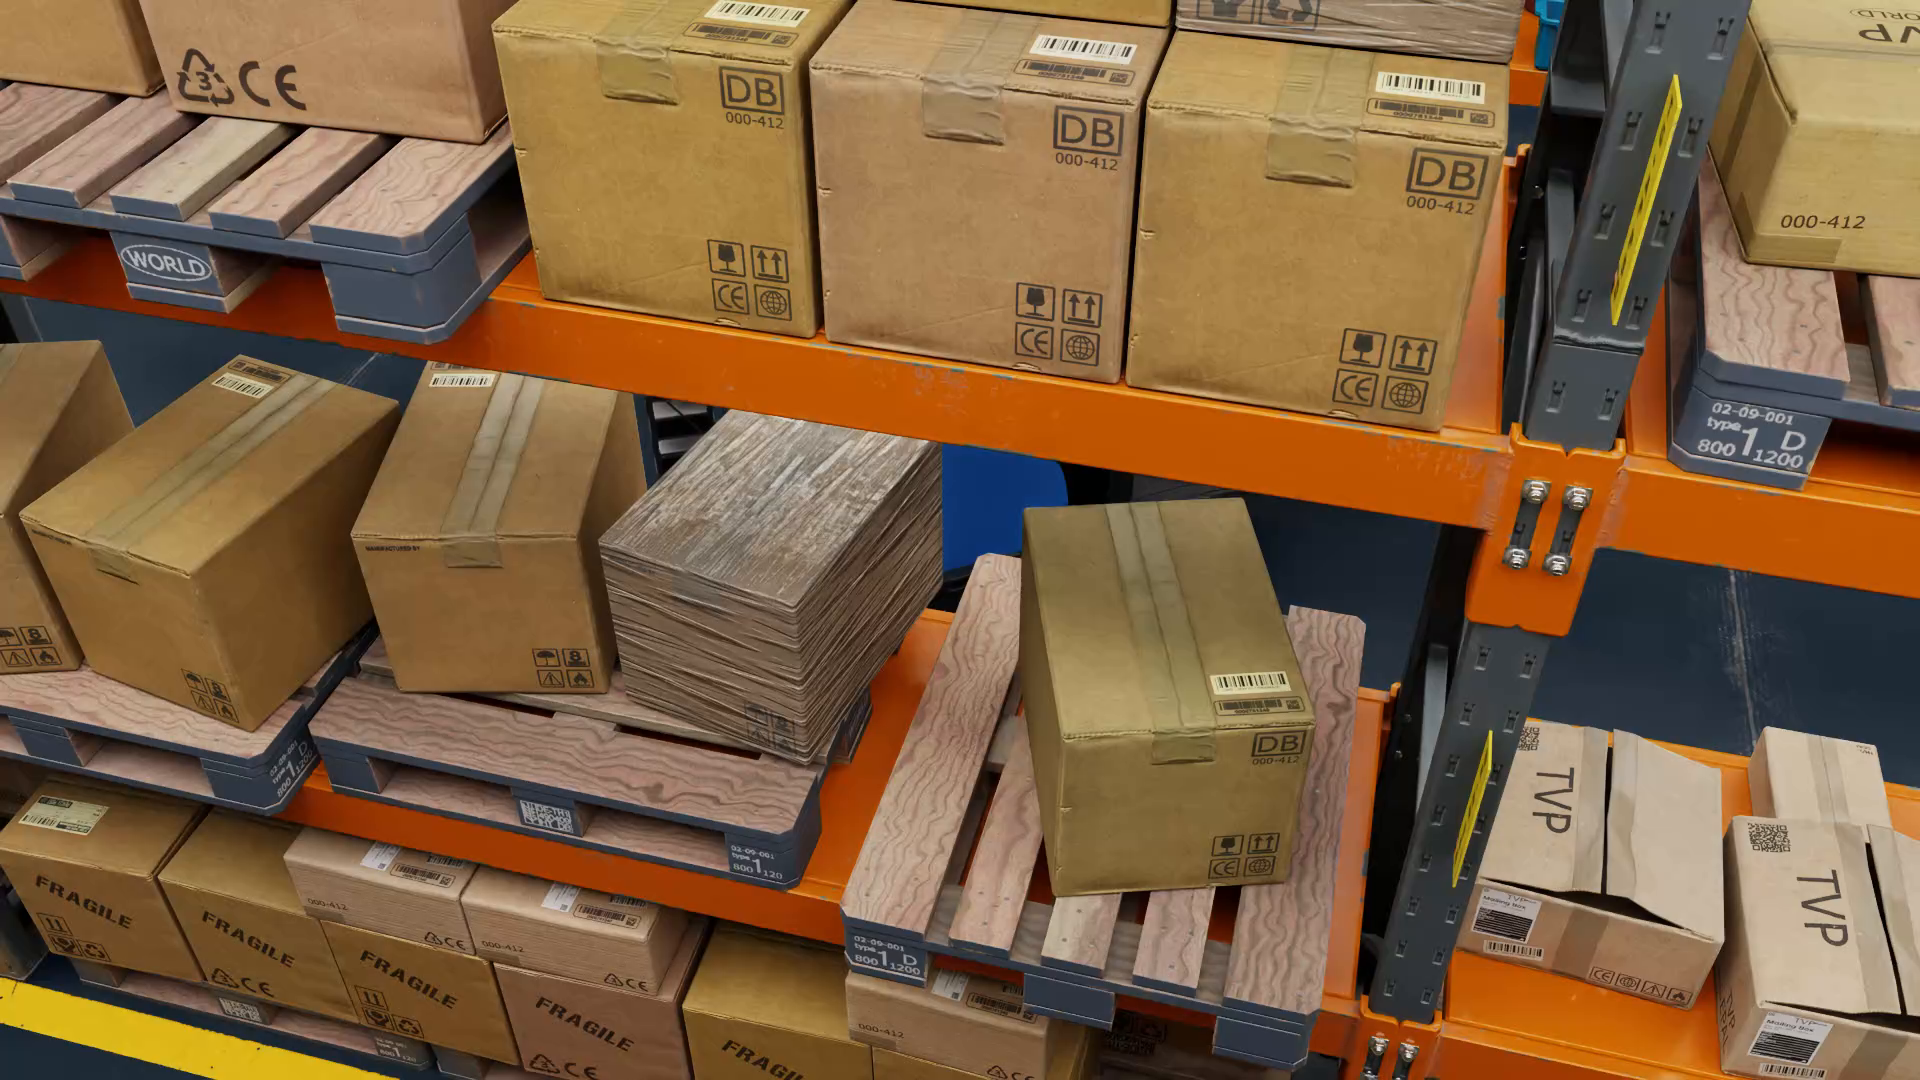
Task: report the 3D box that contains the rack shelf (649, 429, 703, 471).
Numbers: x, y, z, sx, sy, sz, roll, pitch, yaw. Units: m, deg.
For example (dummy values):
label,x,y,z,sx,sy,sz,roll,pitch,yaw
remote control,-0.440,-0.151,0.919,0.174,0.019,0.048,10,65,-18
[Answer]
label,x,y,z,sx,sy,sz,roll,pitch,yaw
rack shelf,-1.084,-0.379,6.551,0.258,0.077,0.200,-9,41,-10

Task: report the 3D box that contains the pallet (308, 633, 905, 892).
label,x,y,z,sx,sy,sz,roll,pitch,yaw
pallet,-0.826,0.314,4.193,1.213,0.211,1.003,10,41,11

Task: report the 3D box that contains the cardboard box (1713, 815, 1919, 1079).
label,x,y,z,sx,sy,sz,roll,pitch,yaw
cardboard box,1.868,0.864,3.458,0.500,0.311,0.500,9,41,11

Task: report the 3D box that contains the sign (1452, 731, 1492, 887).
label,x,y,z,sx,sy,sz,roll,pitch,yaw
sign,0.923,0.487,2.999,0.005,0.325,0.100,10,41,11

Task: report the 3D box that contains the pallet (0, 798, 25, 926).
label,x,y,z,sx,sy,sz,roll,pitch,yaw
pallet,-3.473,0.849,5.575,1.213,0.211,1.003,10,41,11

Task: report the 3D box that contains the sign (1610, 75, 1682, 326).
label,x,y,z,sx,sy,sz,roll,pitch,yaw
sign,0.912,-0.449,2.217,0.005,0.325,0.100,10,41,11

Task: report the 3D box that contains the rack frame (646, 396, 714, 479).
label,x,y,z,sx,sy,sz,roll,pitch,yaw
rack frame,-1.062,-0.340,6.454,0.240,0.900,0.006,-9,41,-10

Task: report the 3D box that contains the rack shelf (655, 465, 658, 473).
label,x,y,z,sx,sy,sz,roll,pitch,yaw
rack shelf,-1.083,-0.241,6.667,0.258,0.077,0.200,-9,41,-10

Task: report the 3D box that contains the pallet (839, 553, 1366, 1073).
label,x,y,z,sx,sy,sz,roll,pitch,yaw
pallet,0.381,0.566,3.893,1.003,0.211,1.213,10,41,11

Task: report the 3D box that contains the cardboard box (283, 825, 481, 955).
label,x,y,z,sx,sy,sz,roll,pitch,yaw
cardboard box,-1.440,0.796,4.488,0.500,0.250,0.500,10,41,12

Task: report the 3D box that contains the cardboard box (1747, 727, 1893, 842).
label,x,y,z,sx,sy,sz,roll,pitch,yaw
cardboard box,1.994,0.635,3.856,0.250,0.149,0.380,10,41,11

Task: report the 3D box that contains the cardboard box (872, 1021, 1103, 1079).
label,x,y,z,sx,sy,sz,roll,pitch,yaw
cardboard box,0.090,1.340,4.423,0.500,0.500,0.500,11,41,13

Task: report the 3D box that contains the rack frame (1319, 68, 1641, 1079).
label,x,y,z,sx,sy,sz,roll,pitch,yaw
rack frame,1.054,0.561,3.749,0.127,3.000,1.000,10,41,11

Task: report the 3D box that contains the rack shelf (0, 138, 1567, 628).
label,x,y,z,sx,sy,sz,roll,pitch,yaw
rack shelf,-0.878,-0.644,3.412,4.000,0.370,1.077,10,41,11

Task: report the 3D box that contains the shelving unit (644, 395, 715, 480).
label,x,y,z,sx,sy,sz,roll,pitch,yaw
shelving unit,-1.085,-0.404,6.530,0.258,0.900,0.210,-9,41,-10

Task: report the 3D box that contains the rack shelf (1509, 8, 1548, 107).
label,x,y,z,sx,sy,sz,roll,pitch,yaw
rack shelf,4.270,-1.907,7.248,4.000,0.370,1.077,10,41,11

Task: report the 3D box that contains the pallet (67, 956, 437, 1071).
label,x,y,z,sx,sy,sz,roll,pitch,yaw
pallet,-2.014,1.076,5.305,1.213,0.211,1.003,10,41,11

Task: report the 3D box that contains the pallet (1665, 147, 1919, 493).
label,x,y,z,sx,sy,sz,roll,pitch,yaw
pallet,1.733,-0.458,2.777,1.003,0.211,1.213,12,41,13

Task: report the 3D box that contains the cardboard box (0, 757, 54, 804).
label,x,y,z,sx,sy,sz,roll,pitch,yaw
cardboard box,-3.159,0.553,5.507,0.500,0.311,0.500,10,41,11

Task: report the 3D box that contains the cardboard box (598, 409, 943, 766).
label,x,y,z,sx,sy,sz,roll,pitch,yaw
cardboard box,-0.417,0.057,3.946,0.500,0.500,0.700,17,43,20

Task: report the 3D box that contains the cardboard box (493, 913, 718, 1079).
label,x,y,z,sx,sy,sz,roll,pitch,yaw
cardboard box,-0.918,1.171,4.625,0.500,0.500,0.500,8,41,10

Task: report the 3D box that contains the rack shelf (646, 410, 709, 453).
label,x,y,z,sx,sy,sz,roll,pitch,yaw
rack shelf,-1.085,-0.447,6.493,0.258,0.077,0.200,-9,41,-10

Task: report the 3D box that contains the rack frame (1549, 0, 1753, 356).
label,x,y,z,sx,sy,sz,roll,pitch,yaw
rack frame,1.054,-1.736,1.820,0.127,3.000,1.000,10,41,11

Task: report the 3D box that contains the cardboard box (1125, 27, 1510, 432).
label,x,y,z,sx,sy,sz,roll,pitch,yaw
cardboard box,0.624,-0.677,2.814,0.500,0.500,0.910,10,41,11

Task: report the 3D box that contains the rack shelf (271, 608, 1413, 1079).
label,x,y,z,sx,sy,sz,roll,pitch,yaw
rack shelf,-0.878,0.504,4.377,4.000,0.370,1.077,10,41,11

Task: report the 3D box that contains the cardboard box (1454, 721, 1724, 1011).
label,x,y,z,sx,sy,sz,roll,pitch,yaw
cardboard box,1.394,0.683,3.674,0.500,0.311,0.500,12,42,14

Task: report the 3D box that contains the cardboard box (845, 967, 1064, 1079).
label,x,y,z,sx,sy,sz,roll,pitch,yaw
cardboard box,0.035,1.046,4.190,0.500,0.250,0.500,11,41,13

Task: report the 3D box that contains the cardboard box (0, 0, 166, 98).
label,x,y,z,sx,sy,sz,roll,pitch,yaw
cardboard box,-1.691,-1.263,3.107,0.600,0.600,0.600,9,41,11

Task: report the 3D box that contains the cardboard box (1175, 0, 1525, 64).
label,x,y,z,sx,sy,sz,roll,pitch,yaw
cardboard box,0.634,-1.085,2.522,0.500,0.500,0.500,10,41,11

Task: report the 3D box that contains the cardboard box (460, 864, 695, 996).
label,x,y,z,sx,sy,sz,roll,pitch,yaw
cardboard box,-0.955,0.879,4.390,0.500,0.250,0.500,9,41,11

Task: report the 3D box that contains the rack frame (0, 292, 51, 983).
label,x,y,z,sx,sy,sz,roll,pitch,yaw
rack frame,-2.810,-0.104,4.541,0.127,3.000,1.000,10,41,11

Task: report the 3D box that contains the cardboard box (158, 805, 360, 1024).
label,x,y,z,sx,sy,sz,roll,pitch,yaw
cardboard box,-1.887,0.999,4.830,0.500,0.500,0.500,10,41,12

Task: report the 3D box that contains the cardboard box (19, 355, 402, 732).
label,x,y,z,sx,sy,sz,roll,pitch,yaw
cardboard box,-1.729,-0.010,4.025,0.500,0.500,0.700,16,43,18

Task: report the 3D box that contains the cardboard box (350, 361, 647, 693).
label,x,y,z,sx,sy,sz,roll,pitch,yaw
cardboard box,-1.087,-0.047,4.070,0.500,0.500,0.700,0,40,0

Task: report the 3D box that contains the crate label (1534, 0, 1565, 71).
label,x,y,z,sx,sy,sz,roll,pitch,yaw
crate label,2.648,-2.148,7.106,0.416,0.233,0.303,10,41,11

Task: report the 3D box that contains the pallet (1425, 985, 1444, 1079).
label,x,y,z,sx,sy,sz,roll,pitch,yaw
pallet,1.839,1.790,4.454,1.213,0.211,1.003,10,41,11

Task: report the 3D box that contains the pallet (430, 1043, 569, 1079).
label,x,y,z,sx,sy,sz,roll,pitch,yaw
pallet,-0.832,1.277,5.065,1.213,0.211,1.003,10,41,11

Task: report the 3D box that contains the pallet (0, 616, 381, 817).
label,x,y,z,sx,sy,sz,roll,pitch,yaw
pallet,-2.066,0.170,4.364,1.213,0.211,1.003,10,41,11

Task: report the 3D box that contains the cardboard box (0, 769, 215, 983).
label,x,y,z,sx,sy,sz,roll,pitch,yaw
cardboard box,-2.406,0.917,4.928,0.500,0.500,0.500,8,41,9

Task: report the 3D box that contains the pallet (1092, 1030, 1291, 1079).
label,x,y,z,sx,sy,sz,roll,pitch,yaw
pallet,0.343,1.481,4.822,1.213,0.211,1.003,10,41,11

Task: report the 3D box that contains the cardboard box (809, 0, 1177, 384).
label,x,y,z,sx,sy,sz,roll,pitch,yaw
cardboard box,0.131,-0.762,2.915,0.500,0.500,0.910,10,41,11

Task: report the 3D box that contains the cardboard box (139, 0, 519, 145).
label,x,y,z,sx,sy,sz,roll,pitch,yaw
cardboard box,-1.053,-1.140,2.961,0.600,0.600,0.600,8,41,10

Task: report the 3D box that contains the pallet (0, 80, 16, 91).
label,x,y,z,sx,sy,sz,roll,pitch,yaw
pallet,-2.198,-1.028,3.456,1.003,0.211,1.213,10,41,11

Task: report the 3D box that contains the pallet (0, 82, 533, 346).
label,x,y,z,sx,sy,sz,roll,pitch,yaw
pallet,-1.195,-0.858,3.253,1.003,0.211,1.213,10,41,11

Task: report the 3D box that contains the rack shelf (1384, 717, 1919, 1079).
label,x,y,z,sx,sy,sz,roll,pitch,yaw
rack shelf,2.986,1.169,3.585,4.000,0.370,1.077,10,41,11

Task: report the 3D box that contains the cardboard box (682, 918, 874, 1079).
label,x,y,z,sx,sy,sz,roll,pitch,yaw
cardboard box,-0.410,1.254,4.526,0.500,0.500,0.500,8,41,10

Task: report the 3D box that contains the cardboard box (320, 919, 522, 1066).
label,x,y,z,sx,sy,sz,roll,pitch,yaw
cardboard box,-1.407,1.086,4.726,0.500,0.500,0.500,10,41,12

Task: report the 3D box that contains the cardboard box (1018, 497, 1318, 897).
label,x,y,z,sx,sy,sz,roll,pitch,yaw
cardboard box,0.417,0.327,3.623,0.500,0.500,0.700,-3,40,-3

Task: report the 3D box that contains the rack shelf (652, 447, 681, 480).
label,x,y,z,sx,sy,sz,roll,pitch,yaw
rack shelf,-1.084,-0.310,6.609,0.258,0.077,0.200,-9,41,-10

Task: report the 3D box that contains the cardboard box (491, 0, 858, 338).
label,x,y,z,sx,sy,sz,roll,pitch,yaw
cardboard box,-0.371,-0.849,3.018,0.500,0.500,0.910,10,41,11

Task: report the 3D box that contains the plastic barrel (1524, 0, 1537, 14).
label,x,y,z,sx,sy,sz,roll,pitch,yaw
plastic barrel,2.865,-2.679,7.501,0.708,0.536,0.600,10,41,11

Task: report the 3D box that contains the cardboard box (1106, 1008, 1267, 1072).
label,x,y,z,sx,sy,sz,roll,pitch,yaw
cardboard box,0.688,1.097,4.713,0.500,0.500,0.500,11,41,13

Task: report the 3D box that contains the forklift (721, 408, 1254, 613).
label,x,y,z,sx,sy,sz,roll,pitch,yaw
forklift,0.623,-1.305,6.025,3.031,2.935,1.130,-15,42,-17

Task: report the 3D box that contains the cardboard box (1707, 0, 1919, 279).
label,x,y,z,sx,sy,sz,roll,pitch,yaw
cardboard box,1.507,-0.650,2.650,0.500,0.250,0.500,7,41,8

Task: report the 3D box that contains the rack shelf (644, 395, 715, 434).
label,x,y,z,sx,sy,sz,roll,pitch,yaw
rack shelf,-1.086,-0.516,6.435,0.258,0.077,0.200,-9,41,-10

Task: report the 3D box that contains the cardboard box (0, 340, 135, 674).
label,x,y,z,sx,sy,sz,roll,pitch,yaw
cardboard box,-2.410,-0.085,4.115,0.500,0.500,0.700,-3,40,-3

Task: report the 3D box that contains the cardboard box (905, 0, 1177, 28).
label,x,y,z,sx,sy,sz,roll,pitch,yaw
cardboard box,0.142,-1.170,2.623,0.500,0.500,0.500,10,41,11

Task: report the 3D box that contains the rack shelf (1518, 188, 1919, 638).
label,x,y,z,sx,sy,sz,roll,pitch,yaw
rack shelf,2.986,0.021,2.620,4.000,0.370,1.077,10,41,11

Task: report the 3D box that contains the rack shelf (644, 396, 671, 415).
label,x,y,z,sx,sy,sz,roll,pitch,yaw
rack shelf,-1.087,-0.585,6.377,0.258,0.077,0.200,-9,41,-10
